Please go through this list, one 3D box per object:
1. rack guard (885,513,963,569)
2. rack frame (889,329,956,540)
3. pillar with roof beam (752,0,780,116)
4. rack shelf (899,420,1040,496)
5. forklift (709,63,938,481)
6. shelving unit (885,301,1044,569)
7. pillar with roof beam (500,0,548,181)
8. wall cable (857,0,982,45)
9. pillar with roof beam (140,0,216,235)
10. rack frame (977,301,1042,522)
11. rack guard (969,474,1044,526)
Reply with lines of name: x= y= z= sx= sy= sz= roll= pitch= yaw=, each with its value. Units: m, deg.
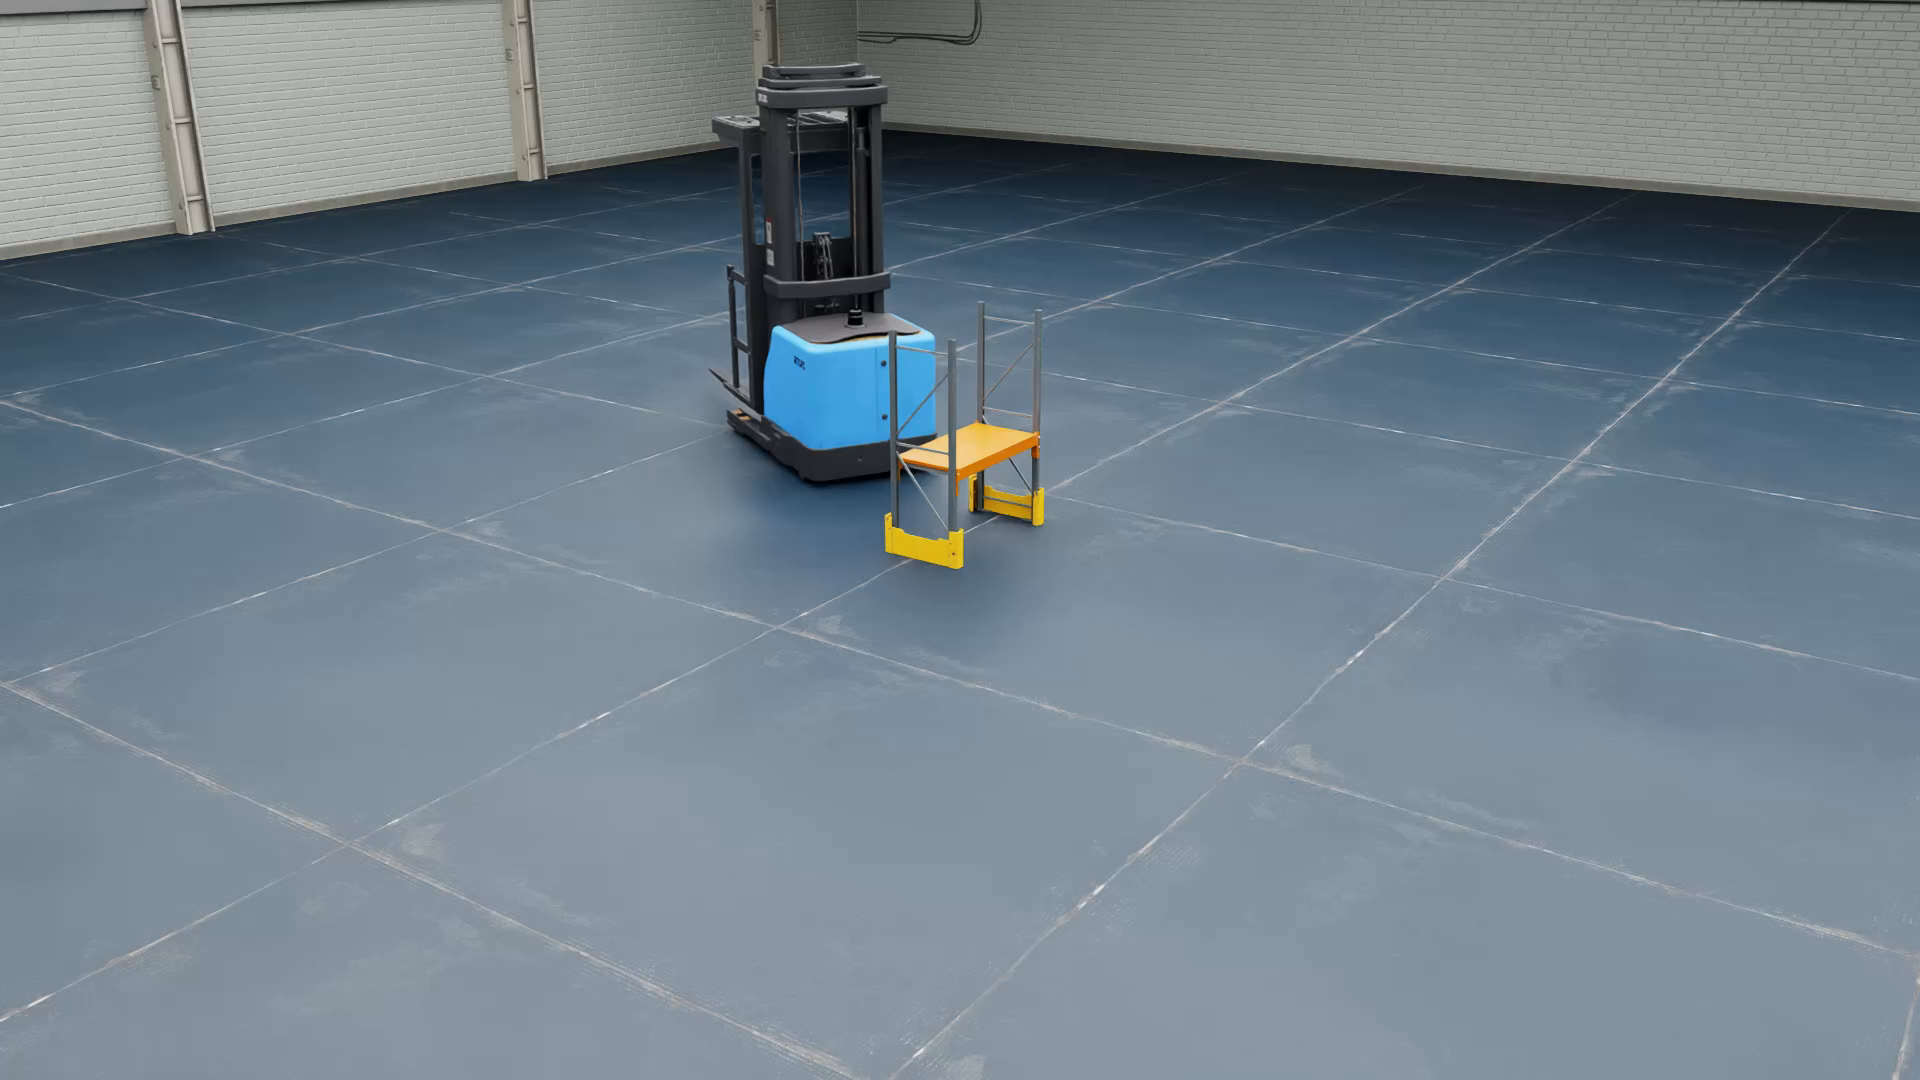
rack guard: x=-0.237 y=0.004 z=10.894 sx=0.587 sy=0.250 sz=0.087 roll=13 pitch=24 yaw=32
rack frame: x=-0.238 y=-0.582 z=10.677 sx=0.500 sy=1.500 sz=0.032 roll=13 pitch=24 yaw=32
pillar with roof beam: x=-0.074 y=-11.012 z=28.064 sx=9.100 sy=9.000 sz=0.400 roll=13 pitch=24 yaw=32
rack shelf: x=0.048 y=-0.559 z=11.133 sx=0.538 sy=0.185 sz=1.000 roll=13 pitch=24 yaw=32
forklift: x=-1.268 y=-2.278 z=13.200 sx=1.130 sy=2.935 sz=3.031 roll=-10 pitch=22 yaw=-24
shelving unit: x=0.043 y=-0.725 z=11.064 sx=0.587 sy=1.500 sz=1.083 roll=13 pitch=24 yaw=32
pillar with roof beam: x=-3.446 y=-9.290 z=23.410 sx=9.100 sy=9.000 sz=0.400 roll=13 pitch=24 yaw=32
wall cable: x=-0.884 y=-10.982 z=32.460 sx=3.097 sy=2.526 sz=0.112 roll=13 pitch=24 yaw=32
pillar with roof beam: x=-6.819 y=-7.569 z=18.756 sx=9.100 sy=9.000 sz=0.400 roll=13 pitch=24 yaw=32
rack frame: x=0.334 y=-0.874 z=11.465 sx=0.500 sy=1.500 sz=0.032 roll=13 pitch=24 yaw=32
rack guard: x=0.323 y=-0.282 z=11.667 sx=0.587 sy=0.250 sz=0.087 roll=13 pitch=24 yaw=32
